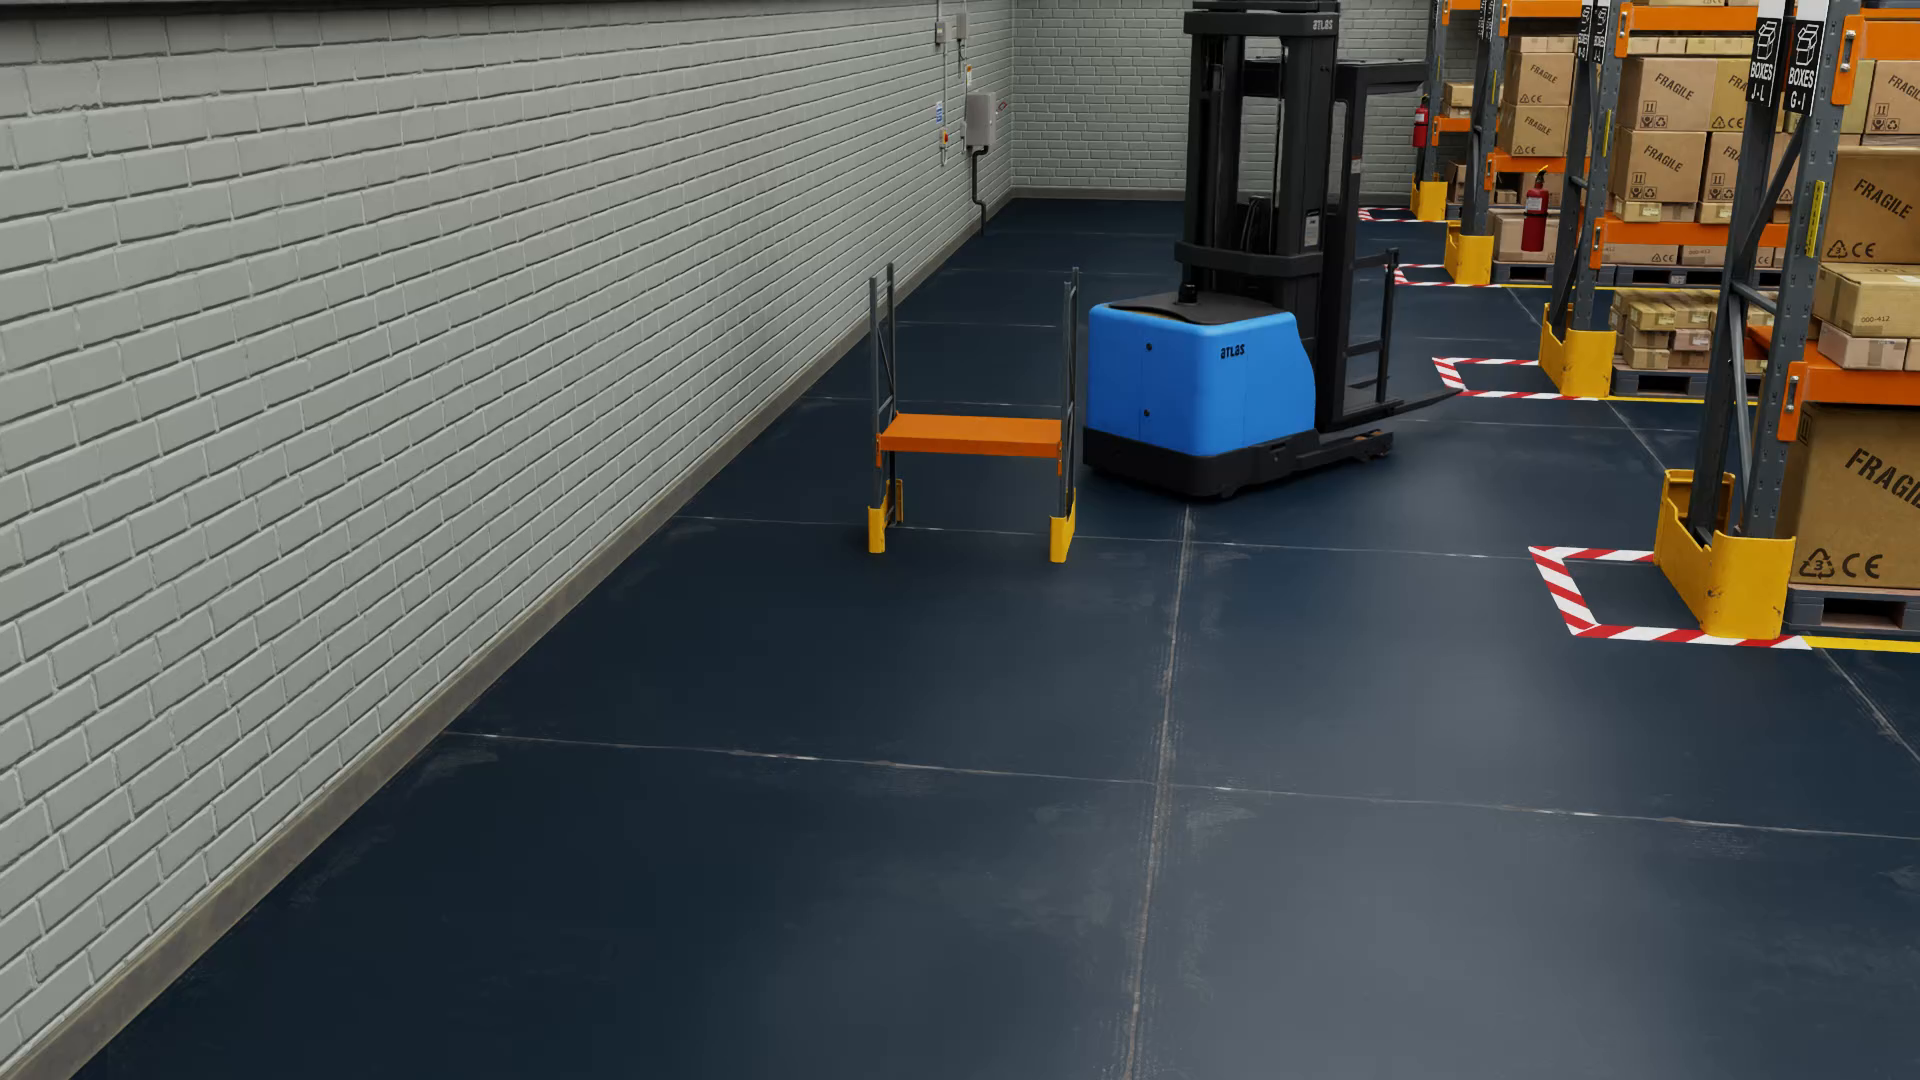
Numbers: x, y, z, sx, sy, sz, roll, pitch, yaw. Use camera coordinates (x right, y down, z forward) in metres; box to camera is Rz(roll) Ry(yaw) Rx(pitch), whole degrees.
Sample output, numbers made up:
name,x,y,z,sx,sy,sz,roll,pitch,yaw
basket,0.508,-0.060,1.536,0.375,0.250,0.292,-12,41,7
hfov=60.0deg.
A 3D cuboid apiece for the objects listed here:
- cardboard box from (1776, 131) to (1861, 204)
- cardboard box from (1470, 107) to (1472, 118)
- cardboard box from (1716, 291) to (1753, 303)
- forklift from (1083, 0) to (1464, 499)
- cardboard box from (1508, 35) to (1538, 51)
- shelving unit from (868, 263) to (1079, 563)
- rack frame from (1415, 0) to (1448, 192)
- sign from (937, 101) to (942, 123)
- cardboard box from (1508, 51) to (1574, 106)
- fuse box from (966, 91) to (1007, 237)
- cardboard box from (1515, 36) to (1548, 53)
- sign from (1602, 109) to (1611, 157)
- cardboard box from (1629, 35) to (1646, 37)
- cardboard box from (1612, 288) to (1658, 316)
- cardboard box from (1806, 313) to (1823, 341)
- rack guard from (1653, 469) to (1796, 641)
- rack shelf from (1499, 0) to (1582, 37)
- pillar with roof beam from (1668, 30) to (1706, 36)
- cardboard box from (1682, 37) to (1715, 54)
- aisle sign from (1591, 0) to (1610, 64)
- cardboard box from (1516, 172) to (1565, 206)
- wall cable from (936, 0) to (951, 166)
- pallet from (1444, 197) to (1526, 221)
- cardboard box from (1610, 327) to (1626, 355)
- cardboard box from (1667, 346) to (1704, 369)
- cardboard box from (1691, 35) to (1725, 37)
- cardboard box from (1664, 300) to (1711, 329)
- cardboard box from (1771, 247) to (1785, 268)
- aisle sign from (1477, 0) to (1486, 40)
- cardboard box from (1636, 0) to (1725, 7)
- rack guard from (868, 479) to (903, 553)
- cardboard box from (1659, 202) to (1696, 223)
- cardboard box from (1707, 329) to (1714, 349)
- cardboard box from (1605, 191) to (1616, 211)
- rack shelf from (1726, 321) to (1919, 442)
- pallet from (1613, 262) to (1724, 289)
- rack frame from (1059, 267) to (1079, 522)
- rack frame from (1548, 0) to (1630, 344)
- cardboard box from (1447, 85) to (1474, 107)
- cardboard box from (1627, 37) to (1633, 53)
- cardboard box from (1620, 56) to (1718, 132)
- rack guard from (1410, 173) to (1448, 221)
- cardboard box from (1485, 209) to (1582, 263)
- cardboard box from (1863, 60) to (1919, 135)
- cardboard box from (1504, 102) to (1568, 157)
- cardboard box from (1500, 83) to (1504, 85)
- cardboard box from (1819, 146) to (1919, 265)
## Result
name,x,y,z,sx,sy,sz,roll,pitch,yaw
cardboard box,6.143,-2.714,12.062,0.500,0.500,0.500,3,19,9
cardboard box,6.738,-5.574,21.630,0.250,0.149,0.380,3,19,10
cardboard box,6.053,-1.828,12.932,0.250,0.149,0.380,2,19,6
forklift,2.218,-2.009,10.688,3.031,2.935,1.130,-16,24,-39
cardboard box,5.801,-5.112,17.100,0.250,0.149,0.380,3,19,9
shelving unit,0.075,-0.707,9.054,1.083,1.500,0.587,3,19,9
rack frame,6.199,-5.794,21.892,0.127,3.000,1.000,3,19,9
sign,-0.224,-4.631,17.991,0.001,0.218,0.327,3,19,9
cardboard box,5.844,-4.647,16.730,0.500,0.500,0.500,3,19,7
fuse box,0.321,-4.555,20.219,0.414,1.711,0.539,3,19,9
cardboard box,5.722,-4.963,16.653,0.250,0.149,0.380,3,19,10
sign,4.644,-2.923,11.948,0.005,0.325,0.100,3,19,9
cardboard box,6.813,-5.060,16.942,0.250,0.149,0.380,3,19,8
cardboard box,5.293,-1.865,13.042,0.250,0.149,0.380,3,19,9
cardboard box,4.247,-1.100,8.259,0.250,0.149,0.380,3,19,10
rack guard,3.819,0.050,8.365,0.348,0.500,1.175,3,19,9
rack shelf,7.390,-5.219,16.581,4.000,0.370,1.077,3,19,9
pillar with roof beam,8.921,-7.406,17.256,0.400,9.000,9.100,3,19,9
cardboard box,7.246,-4.872,16.381,0.250,0.149,0.380,2,19,7
aisle sign,4.610,-3.825,11.911,0.004,0.787,0.394,3,19,9
cardboard box,7.625,-4.692,21.876,0.500,0.500,0.700,4,19,11
wall cable,-0.156,-5.012,17.903,0.123,1.953,0.585,3,19,9
pallet,7.061,-4.428,22.204,1.213,0.211,1.003,3,19,9
cardboard box,5.282,-1.569,13.095,0.250,0.149,0.380,3,19,10
cardboard box,5.468,-1.416,12.638,0.250,0.149,0.380,3,19,8
cardboard box,7.593,-5.046,16.901,0.250,0.149,0.380,3,19,9
cardboard box,5.484,-1.703,12.559,0.250,0.149,0.380,3,19,10
cardboard box,8.762,-3.087,17.177,0.875,0.438,0.875,3,19,8
aisle sign,5.393,-5.572,17.132,0.004,0.787,0.394,3,19,9
cardboard box,5.132,-3.931,11.834,0.500,0.250,0.500,4,19,11
rack guard,-0.416,-0.140,9.327,0.087,0.250,0.587,3,19,9
cardboard box,5.255,-2.445,12.278,0.250,0.149,0.380,4,19,11
cardboard box,5.723,-1.548,12.565,0.250,0.149,0.380,3,19,9
cardboard box,5.096,-2.636,12.849,0.250,0.149,0.380,3,19,9
rack shelf,5.818,-0.692,7.778,4.000,0.370,1.077,3,19,9
pallet,7.418,-2.838,17.453,1.213,0.211,1.003,3,19,9
rack frame,0.586,-0.681,8.976,0.032,1.500,0.500,3,19,9
rack frame,4.730,-2.683,12.593,0.127,3.000,1.000,3,19,9
cardboard box,6.604,-5.756,21.548,0.500,0.250,0.500,3,19,9
cardboard box,6.493,-4.916,16.511,0.250,0.149,0.380,2,19,7
cardboard box,5.131,-3.240,12.056,0.500,0.500,0.500,3,19,8
rack guard,6.274,-4.605,22.277,0.348,0.500,1.175,3,19,9
cardboard box,6.083,-3.221,17.578,0.875,0.438,0.875,2,19,7
cardboard box,6.644,-3.158,11.813,0.500,0.500,0.500,2,19,7
cardboard box,5.843,-4.172,16.887,0.500,0.500,0.500,3,19,8
cardboard box,7.204,-5.897,21.969,0.500,0.250,0.500,3,19,9
cardboard box,4.366,-1.617,7.995,0.500,0.500,0.500,3,19,9
